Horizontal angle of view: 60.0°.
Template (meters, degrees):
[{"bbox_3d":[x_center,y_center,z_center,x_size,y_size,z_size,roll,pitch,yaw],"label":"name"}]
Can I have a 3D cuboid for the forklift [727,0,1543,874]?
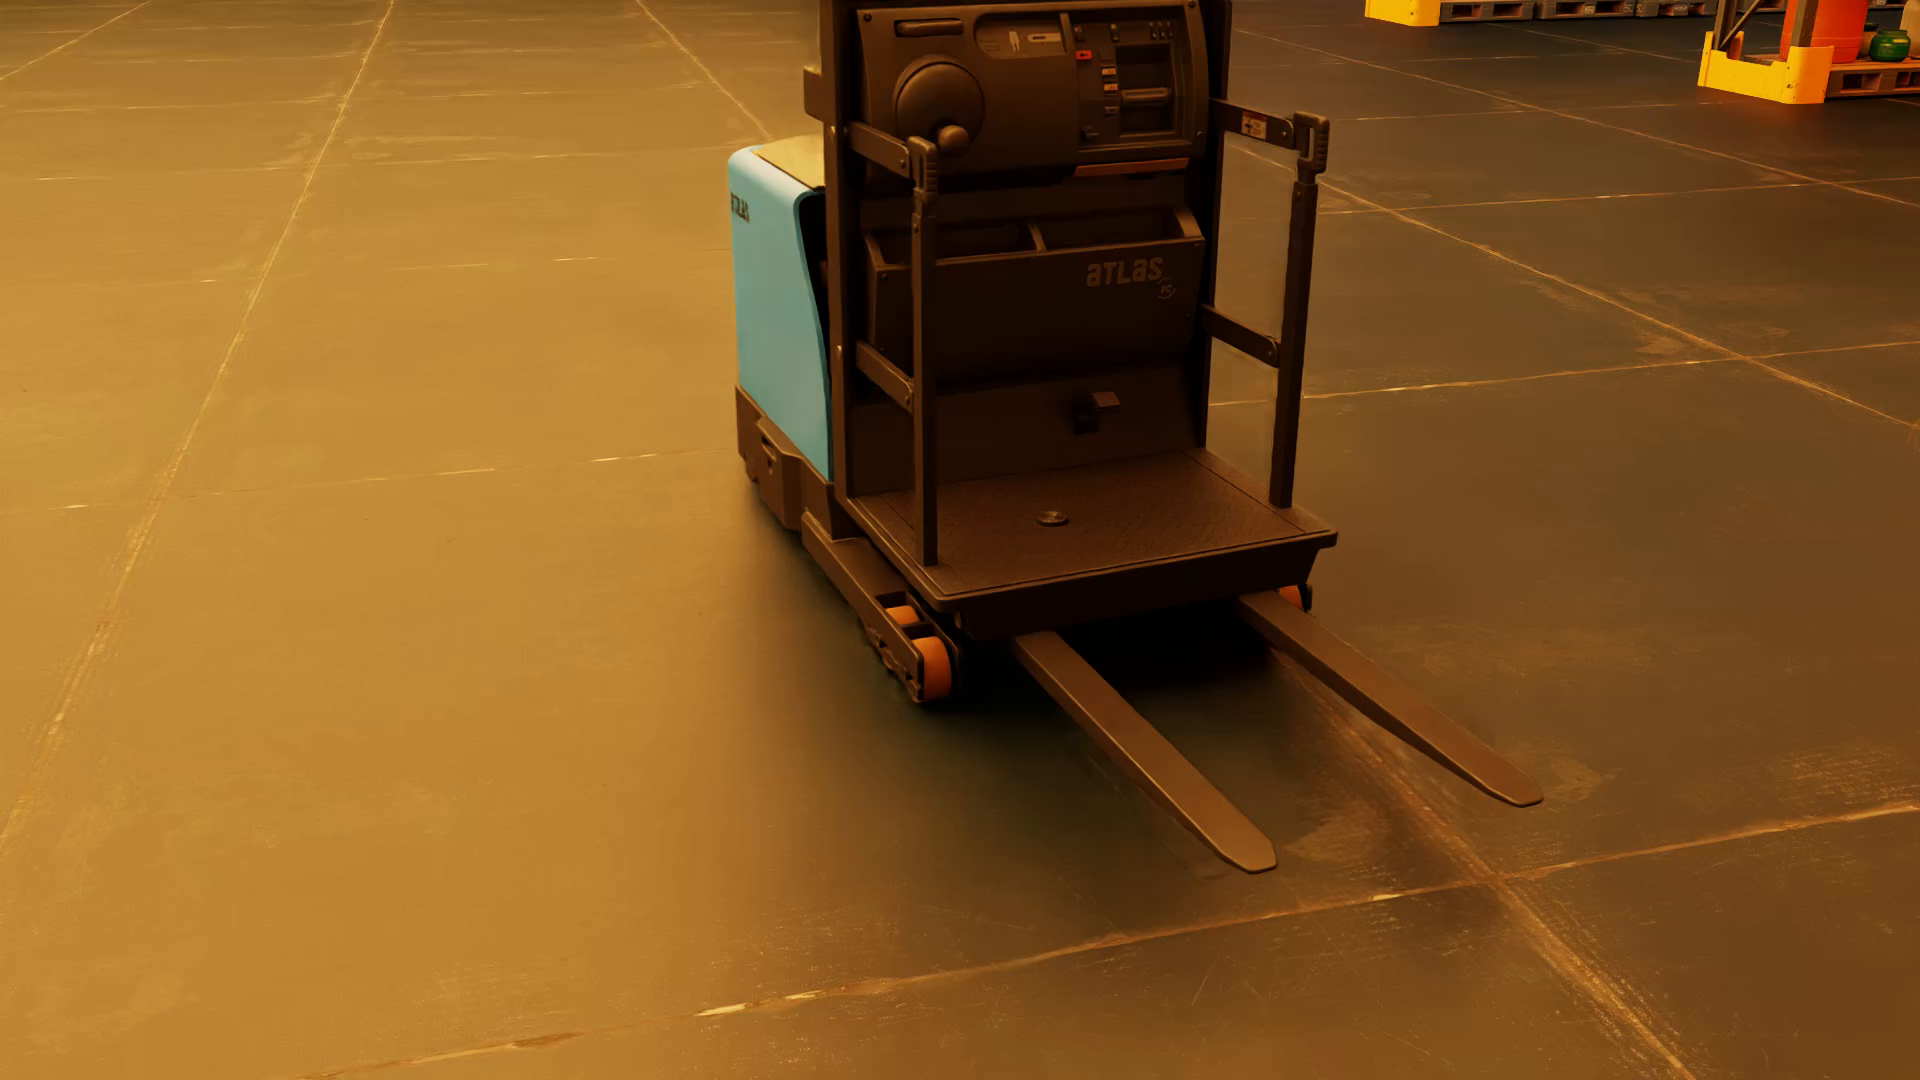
[{"bbox_3d":[0.278,-1.132,3.970,1.130,2.935,3.031,-9,25,-20],"label":"forklift"}]
